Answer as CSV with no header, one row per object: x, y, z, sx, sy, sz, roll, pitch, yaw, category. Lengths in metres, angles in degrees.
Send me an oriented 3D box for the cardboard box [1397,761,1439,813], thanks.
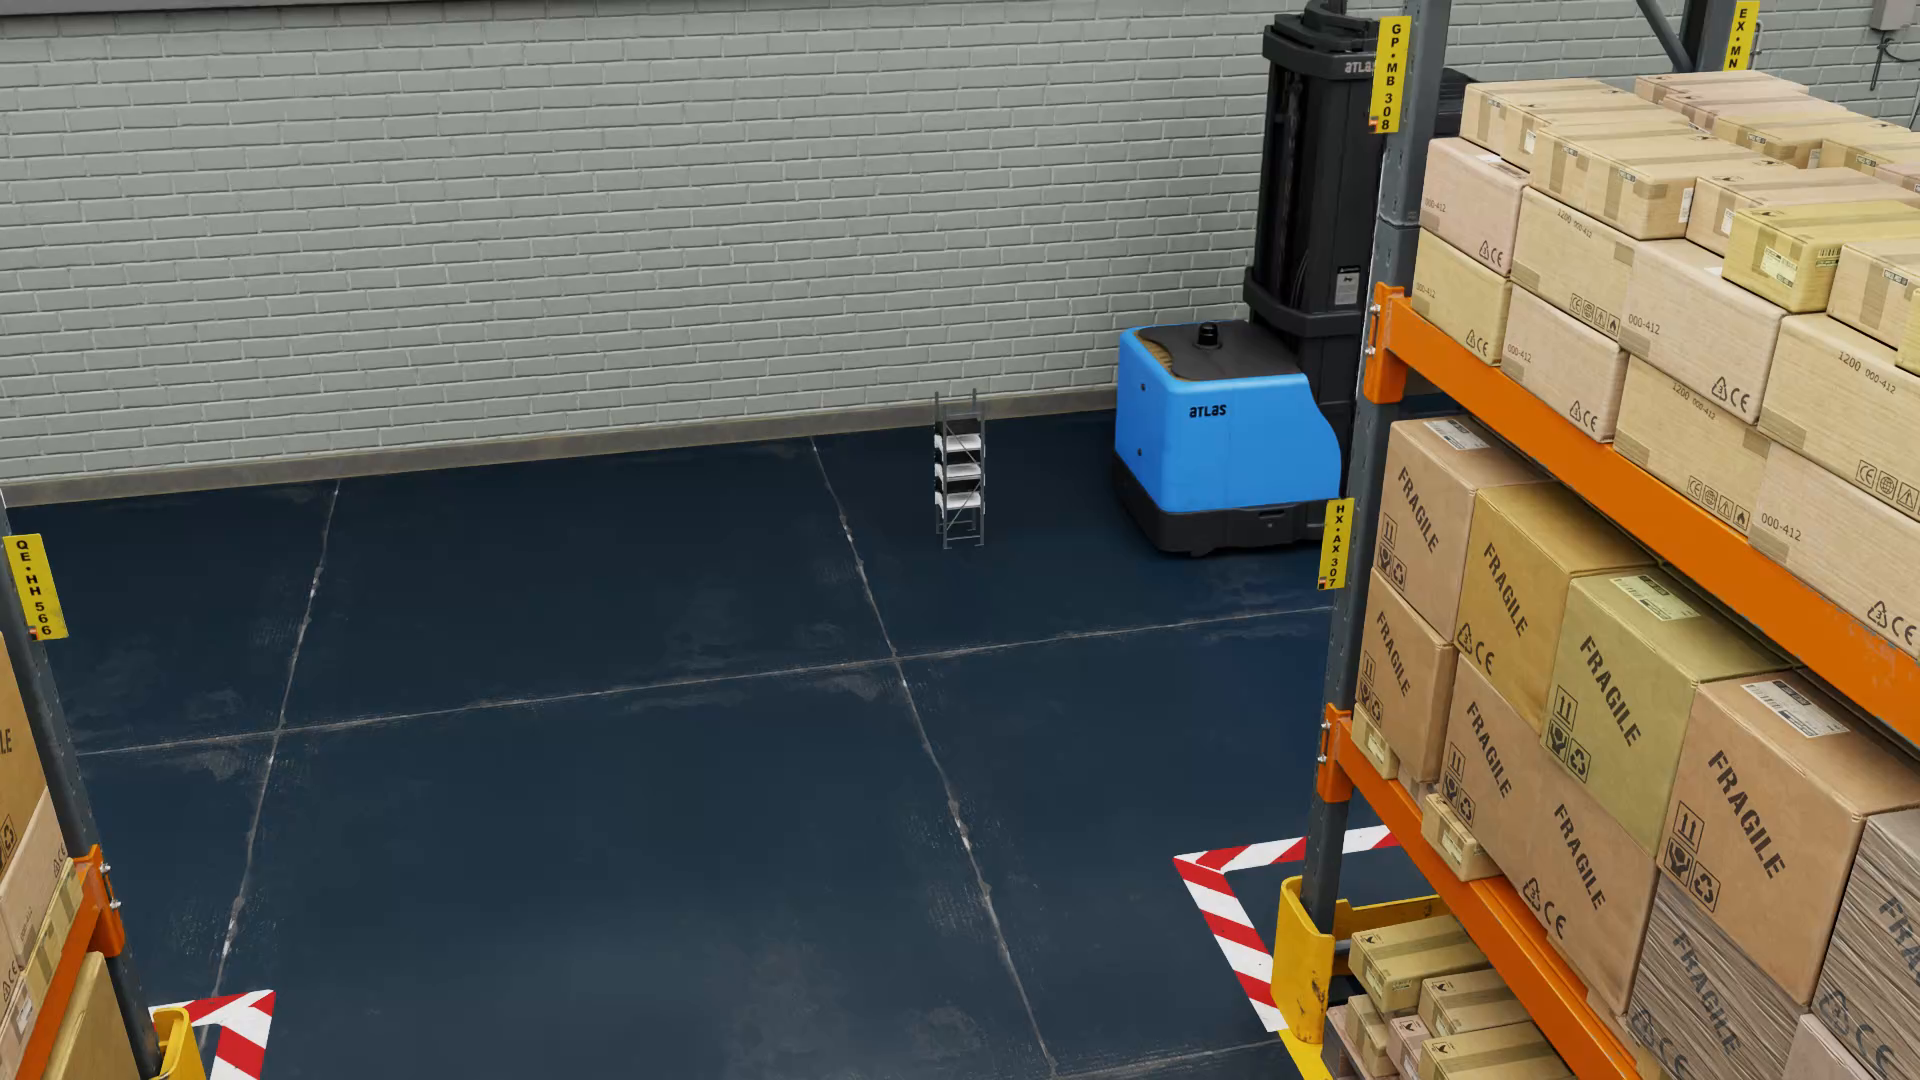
1.611,0.741,5.232,0.380,0.149,0.250,-5,27,-10,cardboard box

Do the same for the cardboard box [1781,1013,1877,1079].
2.050,1.294,3.416,0.500,0.500,0.500,-6,27,-12,cardboard box

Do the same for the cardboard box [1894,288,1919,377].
1.930,-0.355,2.965,0.380,0.149,0.250,-6,27,-12,cardboard box

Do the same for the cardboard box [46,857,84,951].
-2.695,1.040,4.639,0.380,0.149,0.250,-5,27,-11,cardboard box

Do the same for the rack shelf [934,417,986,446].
-0.002,-0.617,9.448,0.258,0.077,0.200,-6,27,-12,rack shelf

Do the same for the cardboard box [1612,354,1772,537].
1.855,-0.247,3.747,0.500,0.250,0.500,-7,28,-13,cardboard box

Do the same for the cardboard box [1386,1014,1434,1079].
1.634,1.680,5.460,0.380,0.149,0.250,-6,27,-12,cardboard box

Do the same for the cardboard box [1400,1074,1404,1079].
1.704,1.800,5.552,0.380,0.149,0.250,-6,27,-12,cardboard box

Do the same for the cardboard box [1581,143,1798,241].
1.695,-0.815,3.876,0.380,0.149,0.250,-6,27,-11,cardboard box

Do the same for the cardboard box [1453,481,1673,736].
1.722,0.167,4.539,0.500,0.500,0.500,-5,27,-10,cardboard box

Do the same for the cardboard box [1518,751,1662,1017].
1.835,0.842,4.311,0.500,0.500,0.500,-6,27,-11,cardboard box

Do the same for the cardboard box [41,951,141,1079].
-2.874,1.839,4.669,0.875,0.875,0.875,-6,27,-12,cardboard box

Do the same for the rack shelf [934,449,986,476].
-0.002,-0.456,9.529,0.258,0.077,0.200,-6,27,-12,rack shelf

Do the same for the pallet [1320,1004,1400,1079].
1.925,1.984,5.584,1.003,0.211,1.213,-6,27,-12,pallet

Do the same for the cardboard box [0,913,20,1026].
-2.614,1.148,3.983,0.500,0.250,0.500,-6,27,-12,cardboard box

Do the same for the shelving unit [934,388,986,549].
-0.002,-0.405,9.554,0.258,0.900,0.210,-6,27,-12,shelving unit

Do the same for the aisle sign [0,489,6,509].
-2.820,-0.417,4.363,0.394,0.787,0.004,-6,27,-12,aisle sign

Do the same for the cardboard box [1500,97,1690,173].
1.651,-1.048,4.338,0.380,0.149,0.250,-5,27,-10,cardboard box

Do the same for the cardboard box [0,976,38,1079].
-2.579,1.265,4.193,0.380,0.149,0.250,-6,27,-11,cardboard box

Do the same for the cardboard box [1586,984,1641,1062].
1.876,1.197,4.328,0.380,0.149,0.250,-6,27,-13,cardboard box

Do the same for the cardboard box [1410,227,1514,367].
1.612,-0.703,4.652,0.500,0.250,0.500,-5,27,-10,cardboard box

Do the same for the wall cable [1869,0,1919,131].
6.645,-3.277,11.786,0.588,1.984,0.122,-6,27,-12,wall cable

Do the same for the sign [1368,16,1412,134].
1.231,-1.328,4.754,0.100,0.325,0.005,-6,27,-12,sign

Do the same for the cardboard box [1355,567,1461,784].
1.591,0.394,5.200,0.500,0.500,0.500,-5,27,-9,cardboard box

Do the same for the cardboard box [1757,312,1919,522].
1.942,-0.256,3.212,0.500,0.250,0.500,-7,28,-14,cardboard box

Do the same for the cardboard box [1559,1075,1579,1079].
1.794,1.763,4.966,0.380,0.149,0.250,-7,28,-14,cardboard box

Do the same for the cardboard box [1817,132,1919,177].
2.304,-0.875,3.996,0.380,0.149,0.250,-6,27,-11,cardboard box

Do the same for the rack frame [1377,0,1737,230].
1.759,-2.332,4.384,1.000,3.000,0.127,-6,27,-12,rack frame

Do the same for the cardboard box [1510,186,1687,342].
1.724,-0.701,4.093,0.500,0.250,0.500,-6,27,-12,cardboard box

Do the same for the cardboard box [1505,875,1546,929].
1.811,0.965,4.789,0.380,0.149,0.250,-5,27,-9,cardboard box

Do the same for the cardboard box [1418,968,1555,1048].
1.726,1.539,5.410,0.380,0.149,0.250,-5,27,-11,cardboard box

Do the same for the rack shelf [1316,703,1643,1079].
2.210,1.545,4.158,1.077,0.370,4.000,-6,27,-12,rack shelf

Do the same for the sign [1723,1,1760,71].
2.305,-1.436,4.955,0.100,0.325,0.005,-6,27,-12,sign

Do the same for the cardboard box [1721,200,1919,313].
1.822,-0.587,3.425,0.380,0.149,0.250,-5,27,-10,cardboard box

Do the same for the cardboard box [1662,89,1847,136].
2.102,-1.095,4.431,0.380,0.149,0.250,-6,27,-11,cardboard box

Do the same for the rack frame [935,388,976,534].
-0.025,-0.450,9.643,0.240,0.900,0.006,-6,27,-12,rack frame

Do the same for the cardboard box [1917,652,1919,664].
2.071,0.198,2.865,0.500,0.250,0.500,-6,27,-12,cardboard box

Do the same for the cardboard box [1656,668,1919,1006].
1.936,0.621,3.640,0.500,0.500,0.500,-7,28,-13,cardboard box

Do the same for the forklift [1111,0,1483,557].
2.503,-1.542,9.553,3.031,2.935,1.130,-6,27,-11,forklift

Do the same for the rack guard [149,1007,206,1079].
-3.101,1.911,5.410,1.175,0.500,0.348,-6,27,-12,rack guard

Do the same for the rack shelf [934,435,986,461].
-0.002,-0.536,9.488,0.258,0.077,0.200,-6,27,-12,rack shelf
